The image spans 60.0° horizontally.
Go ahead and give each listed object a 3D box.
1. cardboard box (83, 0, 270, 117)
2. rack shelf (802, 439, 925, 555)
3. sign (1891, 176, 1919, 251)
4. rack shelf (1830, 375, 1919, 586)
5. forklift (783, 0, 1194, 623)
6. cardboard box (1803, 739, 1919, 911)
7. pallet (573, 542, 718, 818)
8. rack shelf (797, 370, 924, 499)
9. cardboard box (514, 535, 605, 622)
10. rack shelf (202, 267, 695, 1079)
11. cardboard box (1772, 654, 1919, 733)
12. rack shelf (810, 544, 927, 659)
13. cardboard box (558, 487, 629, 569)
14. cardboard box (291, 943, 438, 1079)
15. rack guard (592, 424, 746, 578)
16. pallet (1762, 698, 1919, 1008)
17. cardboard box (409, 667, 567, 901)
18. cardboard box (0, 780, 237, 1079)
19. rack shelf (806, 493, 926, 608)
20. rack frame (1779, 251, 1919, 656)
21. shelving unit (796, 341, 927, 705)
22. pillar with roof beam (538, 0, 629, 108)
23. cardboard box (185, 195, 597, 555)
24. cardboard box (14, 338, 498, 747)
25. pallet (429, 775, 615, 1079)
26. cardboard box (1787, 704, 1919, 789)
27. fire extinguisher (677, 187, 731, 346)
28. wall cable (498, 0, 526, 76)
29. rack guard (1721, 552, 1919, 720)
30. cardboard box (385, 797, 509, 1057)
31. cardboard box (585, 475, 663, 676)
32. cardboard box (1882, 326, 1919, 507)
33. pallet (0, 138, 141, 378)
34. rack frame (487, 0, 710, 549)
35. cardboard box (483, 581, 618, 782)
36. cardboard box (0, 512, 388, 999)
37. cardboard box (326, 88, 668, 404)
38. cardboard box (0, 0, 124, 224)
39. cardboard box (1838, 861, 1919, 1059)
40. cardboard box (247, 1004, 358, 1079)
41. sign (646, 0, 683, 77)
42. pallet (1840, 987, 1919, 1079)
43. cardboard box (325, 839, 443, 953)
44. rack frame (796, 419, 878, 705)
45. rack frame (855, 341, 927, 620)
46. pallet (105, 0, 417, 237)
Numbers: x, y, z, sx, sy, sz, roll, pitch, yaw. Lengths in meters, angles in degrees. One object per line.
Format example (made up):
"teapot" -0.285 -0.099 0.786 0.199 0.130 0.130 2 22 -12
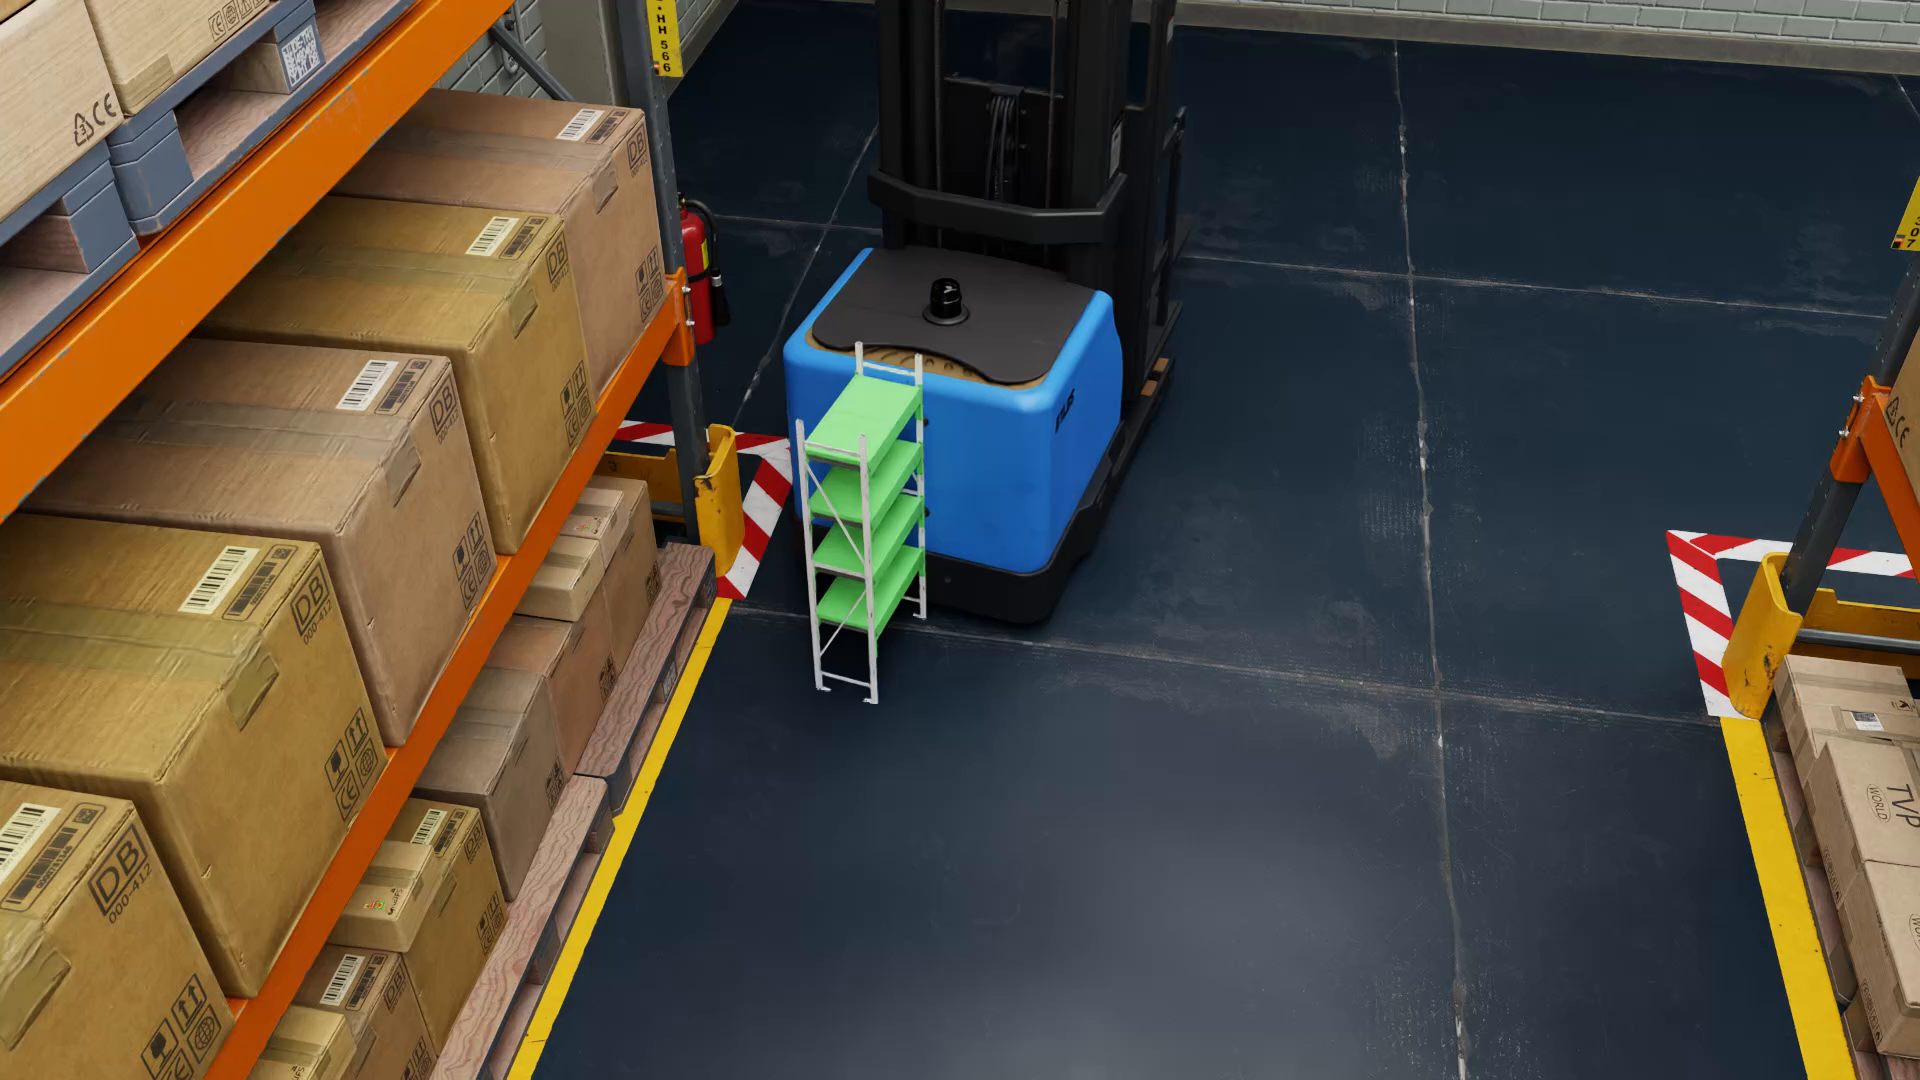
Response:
"cardboard box" -1.603 -0.989 2.947 0.500 0.250 0.500 5 40 6
"rack shelf" -0.328 -0.176 5.745 0.258 0.148 0.480 13 41 15
"sign" 2.871 -1.004 4.931 0.100 0.325 0.005 6 40 8
"rack shelf" 3.060 0.921 3.846 1.077 0.370 4.000 6 40 8
"forklift" 0.336 -1.761 6.579 1.130 2.935 3.031 13 41 15
"cardboard box" 2.946 0.903 5.116 0.500 0.250 0.500 6 40 8
"pallet" -1.535 0.430 6.064 1.003 0.211 1.213 6 40 8
"rack shelf" -0.328 -0.361 5.592 0.258 0.148 0.480 13 41 15
"cardboard box" -1.383 0.108 5.388 0.380 0.149 0.250 7 40 9
"rack shelf" -1.820 0.378 4.504 1.077 0.370 4.000 6 40 8
"cardboard box" 2.995 0.543 5.631 0.380 0.149 0.250 6 40 8
"rack shelf" -0.328 0.194 6.051 0.258 0.148 0.480 13 41 15
"cardboard box" -1.339 -0.052 5.582 0.380 0.149 0.250 6 40 7
"cardboard box" -1.846 1.384 4.354 0.700 0.500 0.500 6 40 7
"rack guard" -1.470 -0.207 6.607 1.175 0.500 0.348 6 40 8
"pallet" 3.256 1.012 5.361 1.003 0.211 1.213 6 40 8
"cardboard box" -1.669 0.727 5.149 0.700 0.500 0.500 5 40 6
"cardboard box" -2.056 0.901 3.070 0.980 0.700 0.700 7 40 8
"rack shelf" -0.328 0.009 5.898 0.258 0.148 0.480 13 41 15
"rack frame" 3.406 -0.611 5.135 1.000 3.000 0.127 6 40 8
"shelving unit" -0.328 -0.040 5.857 0.258 1.200 0.503 13 41 15
"pillar with roof beam" 2.381 -4.782 5.472 9.100 9.000 0.400 6 40 8
"cardboard box" -1.667 -0.491 4.755 0.980 0.700 0.700 6 40 7
"cardboard box" -1.808 -0.014 4.177 0.980 0.700 0.700 5 40 6
"pallet" -1.749 1.194 5.141 1.003 0.211 1.213 6 40 8
"cardboard box" 2.951 0.693 5.436 0.380 0.166 0.250 6 40 8
"fire extinguisher" -0.993 -1.025 5.989 0.296 0.674 0.183 6 40 8
"wall cable" -2.184 -2.454 6.567 0.084 1.984 1.851 6 40 8
"rack guard" 3.393 0.400 5.874 1.175 0.500 0.348 6 40 8
"cardboard box" -1.754 1.062 4.743 0.700 0.500 0.500 7 40 9
"cardboard box" -1.497 0.097 5.911 0.700 0.500 0.500 6 40 8
"cardboard box" 3.069 -0.400 4.801 0.500 0.500 0.500 7 40 9
"pallet" -2.014 -0.279 2.449 1.003 0.211 1.213 6 40 8
"rack frame" -1.474 -1.155 5.793 1.000 3.000 0.127 6 40 8
"cardboard box" -1.583 0.411 5.531 0.700 0.500 0.500 6 40 8
"cardboard box" -1.924 0.444 3.624 0.980 0.700 0.700 5 40 7
"cardboard box" -1.552 -0.949 5.309 0.980 0.700 0.700 8 40 10
"cardboard box" -1.685 -0.666 2.557 0.500 0.250 0.500 6 40 7
"cardboard box" 2.859 1.217 4.737 0.500 0.250 0.500 6 40 8
"cardboard box" -1.697 1.254 4.002 0.380 0.149 0.250 8 40 9
"sign" -0.942 -1.624 5.265 0.100 0.325 0.005 6 40 8
"pallet" 3.042 1.775 4.437 1.003 0.211 1.213 6 40 8
"cardboard box" -1.607 0.927 4.398 0.380 0.149 0.250 5 40 6
"rack frame" -0.412 0.105 5.681 0.240 1.200 0.015 13 41 15
"rack frame" -0.243 -0.186 6.034 0.240 1.200 0.015 13 41 15
"pallet" -1.801 -1.042 3.372 1.003 0.211 1.213 6 40 8
